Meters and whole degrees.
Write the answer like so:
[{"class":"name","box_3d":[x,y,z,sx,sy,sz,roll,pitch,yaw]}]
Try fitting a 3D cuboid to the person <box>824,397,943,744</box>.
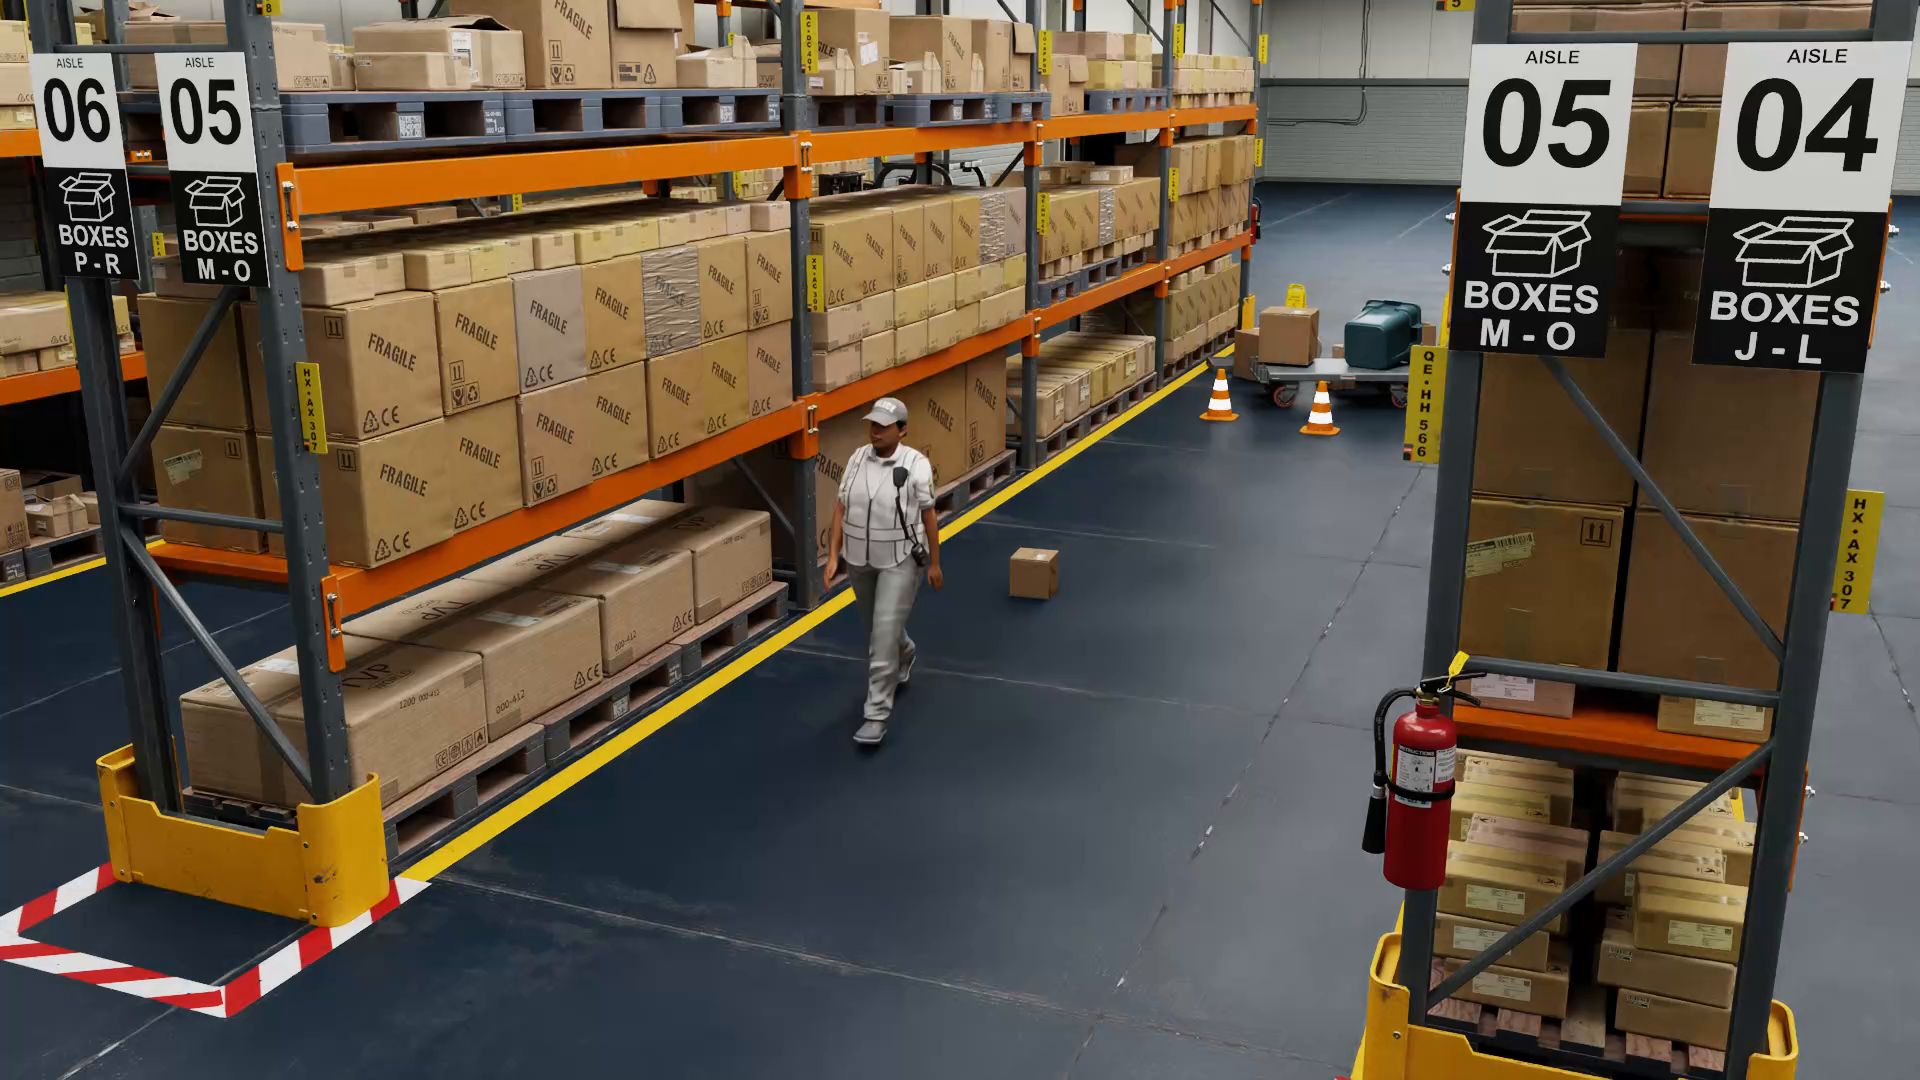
[{"class":"person","box_3d":[-0.385,0.099,8.195,0.503,1.598,1.037,7,17,25]}]
